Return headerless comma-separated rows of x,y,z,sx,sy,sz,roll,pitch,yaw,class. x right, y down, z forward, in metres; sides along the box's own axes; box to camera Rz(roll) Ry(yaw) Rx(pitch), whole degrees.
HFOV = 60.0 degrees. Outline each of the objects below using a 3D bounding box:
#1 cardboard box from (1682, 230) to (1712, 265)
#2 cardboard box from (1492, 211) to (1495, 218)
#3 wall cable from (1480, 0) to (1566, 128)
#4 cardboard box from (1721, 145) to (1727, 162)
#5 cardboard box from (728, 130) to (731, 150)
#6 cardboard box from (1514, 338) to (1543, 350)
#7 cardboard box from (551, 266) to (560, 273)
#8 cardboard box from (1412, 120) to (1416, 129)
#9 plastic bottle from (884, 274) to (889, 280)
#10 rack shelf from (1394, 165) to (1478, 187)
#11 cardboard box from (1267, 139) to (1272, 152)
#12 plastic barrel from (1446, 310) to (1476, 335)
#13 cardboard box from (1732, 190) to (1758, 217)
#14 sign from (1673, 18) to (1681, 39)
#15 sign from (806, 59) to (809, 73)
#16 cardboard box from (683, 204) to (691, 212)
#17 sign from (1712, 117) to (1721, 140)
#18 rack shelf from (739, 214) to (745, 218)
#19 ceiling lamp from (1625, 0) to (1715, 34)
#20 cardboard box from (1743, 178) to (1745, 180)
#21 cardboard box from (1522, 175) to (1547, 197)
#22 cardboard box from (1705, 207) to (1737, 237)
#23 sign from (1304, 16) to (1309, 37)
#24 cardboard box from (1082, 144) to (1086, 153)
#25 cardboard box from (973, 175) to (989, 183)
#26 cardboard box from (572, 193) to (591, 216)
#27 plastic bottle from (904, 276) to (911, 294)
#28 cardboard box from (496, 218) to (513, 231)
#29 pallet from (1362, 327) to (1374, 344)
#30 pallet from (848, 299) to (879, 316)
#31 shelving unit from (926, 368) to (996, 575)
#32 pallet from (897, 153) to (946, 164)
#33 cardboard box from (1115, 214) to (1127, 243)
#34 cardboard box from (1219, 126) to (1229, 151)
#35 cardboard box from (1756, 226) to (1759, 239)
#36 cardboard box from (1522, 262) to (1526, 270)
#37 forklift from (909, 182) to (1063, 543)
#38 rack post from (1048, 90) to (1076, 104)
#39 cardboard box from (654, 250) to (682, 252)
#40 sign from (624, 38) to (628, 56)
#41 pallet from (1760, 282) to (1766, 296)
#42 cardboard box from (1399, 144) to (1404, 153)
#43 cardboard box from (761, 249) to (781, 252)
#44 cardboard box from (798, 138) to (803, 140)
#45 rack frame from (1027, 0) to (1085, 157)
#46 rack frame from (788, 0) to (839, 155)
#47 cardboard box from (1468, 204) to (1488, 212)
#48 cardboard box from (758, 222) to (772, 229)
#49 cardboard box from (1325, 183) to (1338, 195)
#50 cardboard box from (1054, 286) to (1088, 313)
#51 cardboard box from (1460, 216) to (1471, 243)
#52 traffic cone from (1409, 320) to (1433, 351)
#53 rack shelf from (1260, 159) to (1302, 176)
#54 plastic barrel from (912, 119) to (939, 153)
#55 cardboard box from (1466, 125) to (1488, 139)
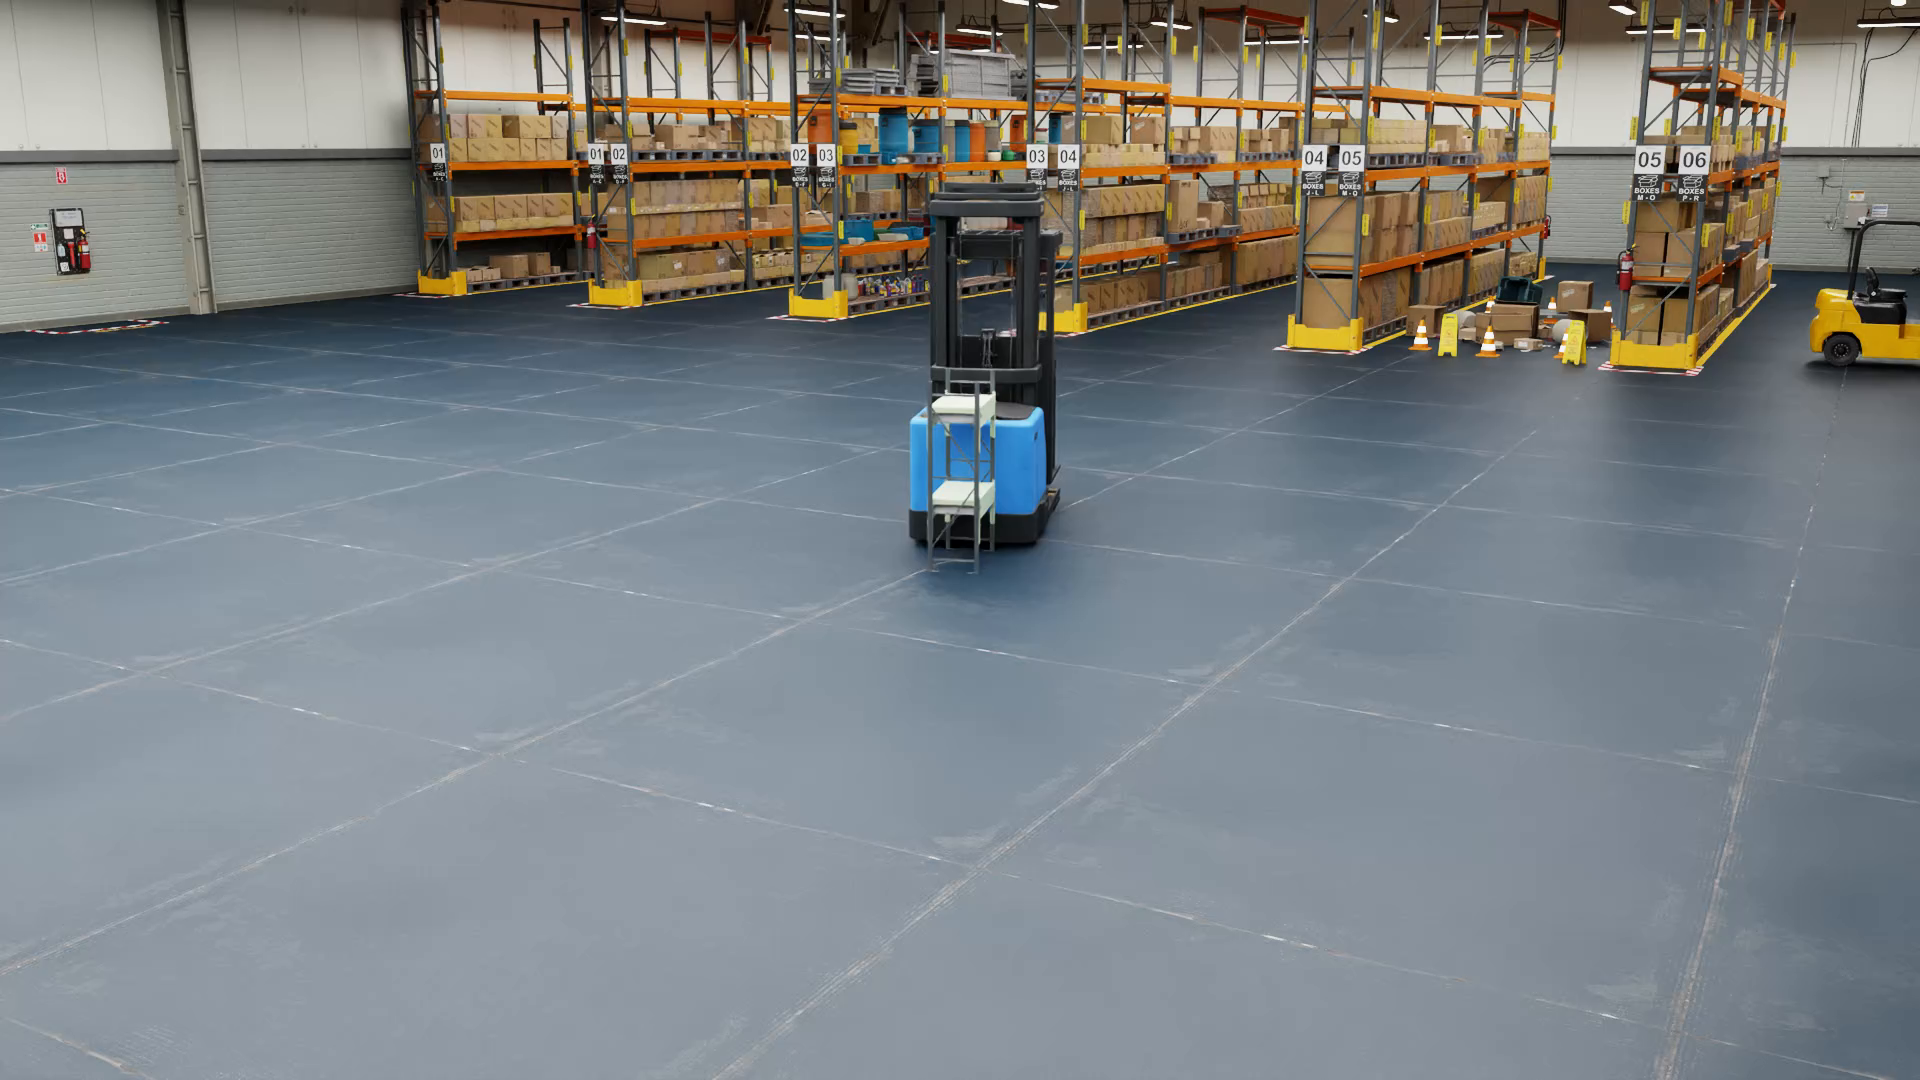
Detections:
11.024,-4.413,25.089,0.500,0.500,0.500,8,16,30,cardboard box
11.200,-6.957,35.496,0.380,0.149,0.250,6,15,25,cardboard box
15.115,-13.702,44.806,2.277,5.999,0.120,7,15,28,wall cable
11.526,-5.964,25.656,0.500,0.250,0.500,8,16,29,cardboard box
-6.311,-10.746,44.657,0.700,0.500,0.500,7,15,27,cardboard box
9.170,-3.159,26.819,0.250,0.149,0.380,-8,16,-30,cardboard box
-9.677,-6.397,39.276,0.380,0.166,0.250,5,15,21,cardboard box
7.593,-7.119,28.486,0.380,0.149,0.250,8,16,29,cardboard box
-1.526,-5.359,34.576,0.144,0.351,0.185,8,16,30,plastic bottle
8.823,-6.927,31.499,1.077,0.370,4.000,7,15,28,rack shelf
6.822,-9.036,38.008,0.500,0.311,0.500,7,15,26,cardboard box
8.651,-3.749,28.680,0.421,0.421,0.512,-5,14,-20,plastic barrel
15.367,-6.607,32.692,0.500,0.500,0.500,8,16,29,cardboard box
11.750,-8.377,27.249,0.100,0.325,0.005,7,15,28,sign
-3.653,-11.403,39.969,0.100,0.325,0.005,7,15,28,sign
-5.918,-7.028,35.189,0.380,0.149,0.250,8,15,29,cardboard box
10.780,-5.869,23.711,0.100,0.325,0.005,7,15,28,sign
-6.544,-8.555,44.656,1.077,0.370,4.000,7,15,28,rack shelf
17.215,-13.909,40.073,2.000,3.185,0.800,7,15,28,ceiling lamp
17.143,-7.920,36.755,0.380,0.149,0.250,8,15,29,cardboard box
13.654,-8.427,39.607,0.500,0.500,0.500,7,15,27,cardboard box
12.958,-5.432,28.419,0.500,0.500,0.500,7,15,28,cardboard box
5.455,-8.061,26.106,0.100,0.325,0.005,7,15,28,sign
1.965,-6.779,28.823,0.380,0.149,0.250,7,15,28,cardboard box
0.477,-9.884,46.285,0.500,0.500,0.500,8,16,30,cardboard box
-9.169,-8.037,39.819,0.700,0.500,0.500,7,15,28,cardboard box
-1.080,-5.207,33.947,0.144,0.351,0.185,7,15,28,plastic bottle
-10.375,-7.066,37.222,0.500,0.250,0.500,7,15,27,cardboard box
6.241,-3.404,27.705,1.003,0.211,1.213,7,15,28,pallet
-2.313,-4.562,32.508,1.003,0.211,1.213,7,15,28,pallet
0.016,-0.555,13.136,0.431,1.500,0.755,2,14,10,shelving unit
-1.036,-7.759,33.820,1.213,0.211,1.003,7,15,28,pallet
2.588,-5.788,30.793,0.875,0.500,0.500,7,15,28,cardboard box
5.247,-8.328,34.499,0.500,0.500,0.500,7,15,28,cardboard box
16.110,-6.316,34.150,0.500,0.250,0.500,7,15,27,cardboard box
12.915,-6.367,38.597,0.380,0.149,0.250,8,15,29,cardboard box
0.319,-1.694,14.808,1.130,2.935,3.031,2,14,9,forklift
2.228,-10.437,39.191,0.937,0.300,0.954,9,16,34,rack post
-6.328,-5.978,35.800,0.500,0.500,0.500,7,15,28,cardboard box
-6.557,-9.676,32.639,0.100,0.325,0.005,7,15,28,sign
17.131,-5.552,36.612,1.003,0.211,1.213,7,15,28,pallet
7.223,-6.572,27.922,0.380,0.149,0.250,7,15,28,cardboard box
-4.426,-6.682,39.122,0.500,0.311,0.500,7,15,27,cardboard box
-4.754,-11.168,46.769,0.500,0.250,0.500,7,15,27,cardboard box
1.630,-8.086,28.374,1.000,3.000,0.127,7,15,28,rack frame
-2.706,-8.647,30.702,1.000,3.000,0.127,7,15,28,rack frame
10.817,-6.942,34.801,0.380,0.149,0.250,8,16,30,cardboard box
-4.499,-7.150,37.828,0.380,0.149,0.250,7,15,28,cardboard box
9.359,-8.759,42.050,0.500,0.500,0.500,8,16,29,cardboard box
1.946,-4.285,29.845,0.500,0.500,0.500,11,17,38,cardboard box
9.808,-6.154,32.947,0.500,0.500,0.500,7,15,28,cardboard box
7.423,-3.302,26.743,0.336,0.463,0.334,7,15,28,traffic cone
8.398,-9.151,40.724,1.077,0.370,4.000,7,15,28,rack shelf
-0.716,-8.383,34.934,0.600,0.901,0.708,7,15,28,plastic barrel
10.476,-8.265,33.669,0.396,0.266,0.258,7,15,28,cardboard box
